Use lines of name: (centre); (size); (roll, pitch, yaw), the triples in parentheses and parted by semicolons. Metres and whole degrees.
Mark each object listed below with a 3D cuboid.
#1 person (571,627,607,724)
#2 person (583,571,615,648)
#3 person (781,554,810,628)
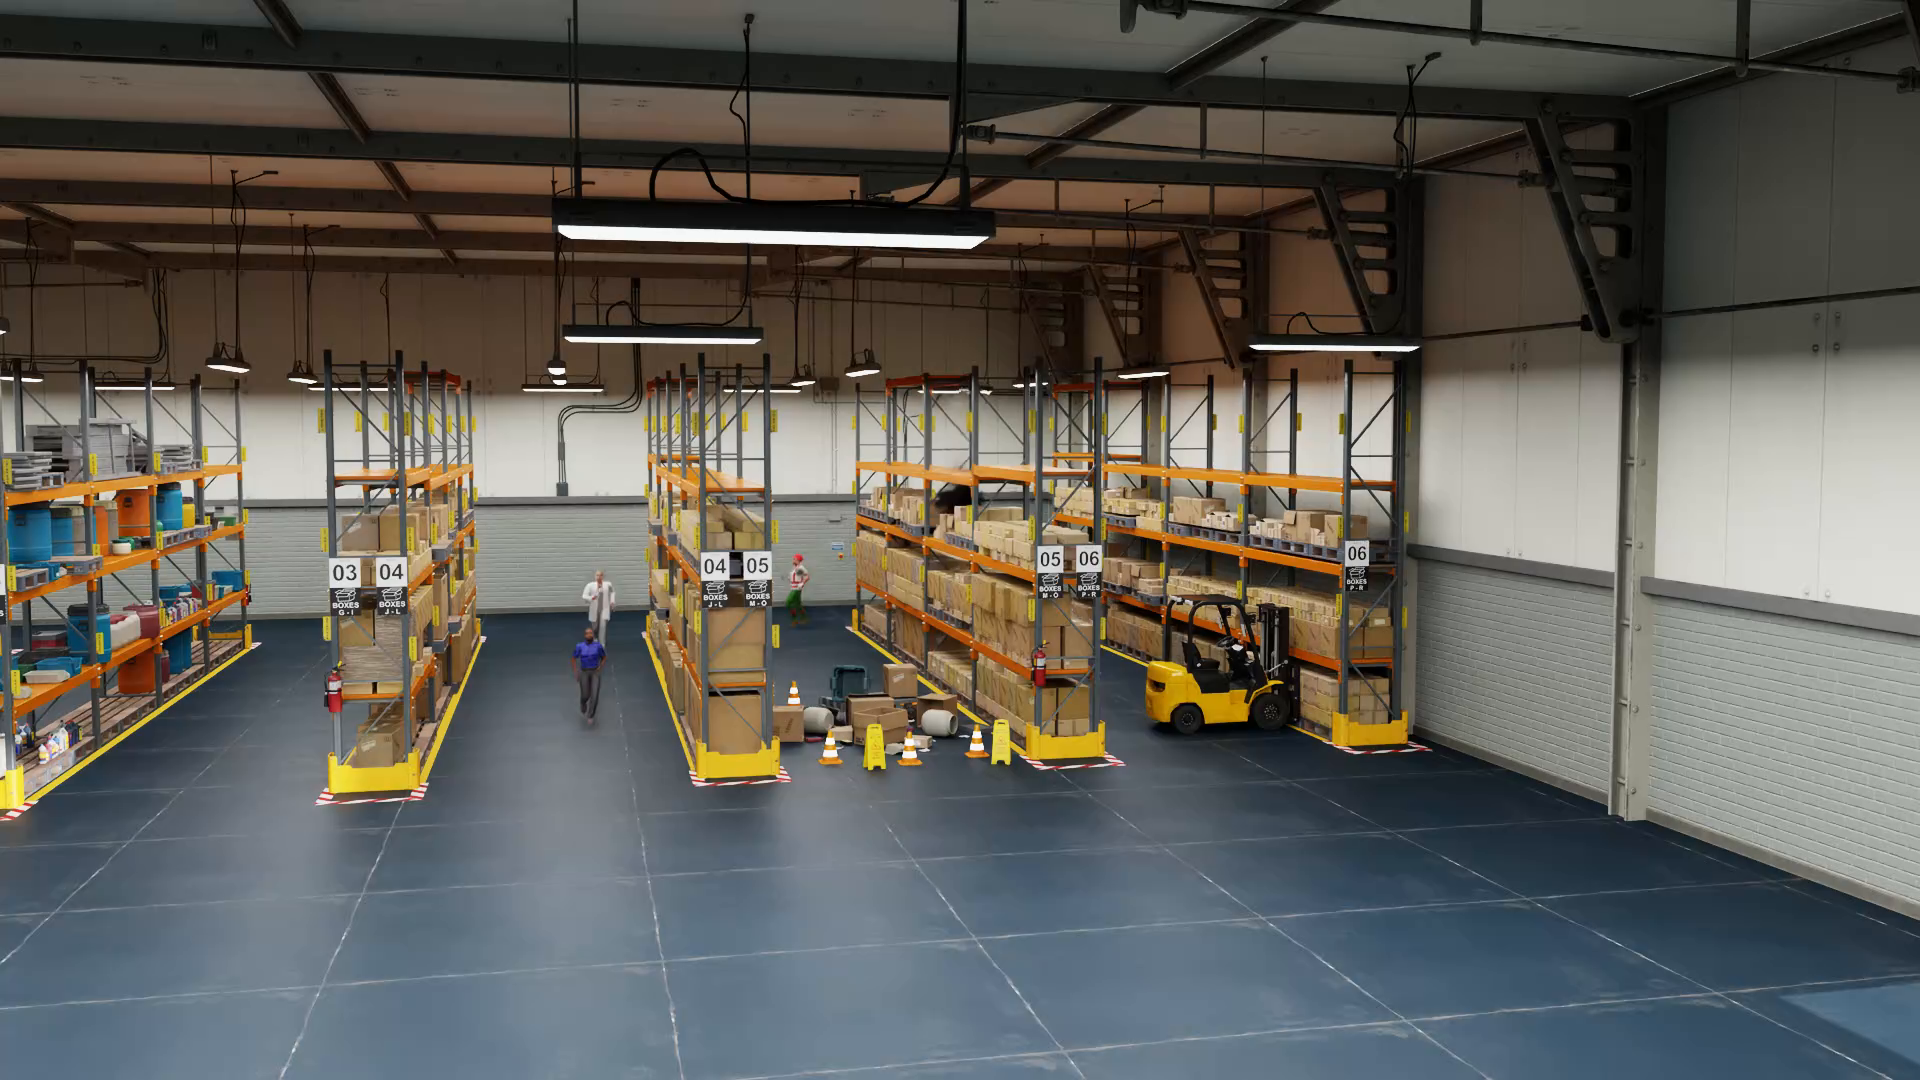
person: (-6.217, 2.269, 27.922); (0.583, 1.615, 0.558); (-1, 4, -18)
person: (-7.959, 1.550, 36.687); (0.718, 1.761, 0.965); (-1, 4, -15)
person: (-4.053, 1.256, 41.019); (0.705, 1.824, 0.632); (-1, 4, -17)
